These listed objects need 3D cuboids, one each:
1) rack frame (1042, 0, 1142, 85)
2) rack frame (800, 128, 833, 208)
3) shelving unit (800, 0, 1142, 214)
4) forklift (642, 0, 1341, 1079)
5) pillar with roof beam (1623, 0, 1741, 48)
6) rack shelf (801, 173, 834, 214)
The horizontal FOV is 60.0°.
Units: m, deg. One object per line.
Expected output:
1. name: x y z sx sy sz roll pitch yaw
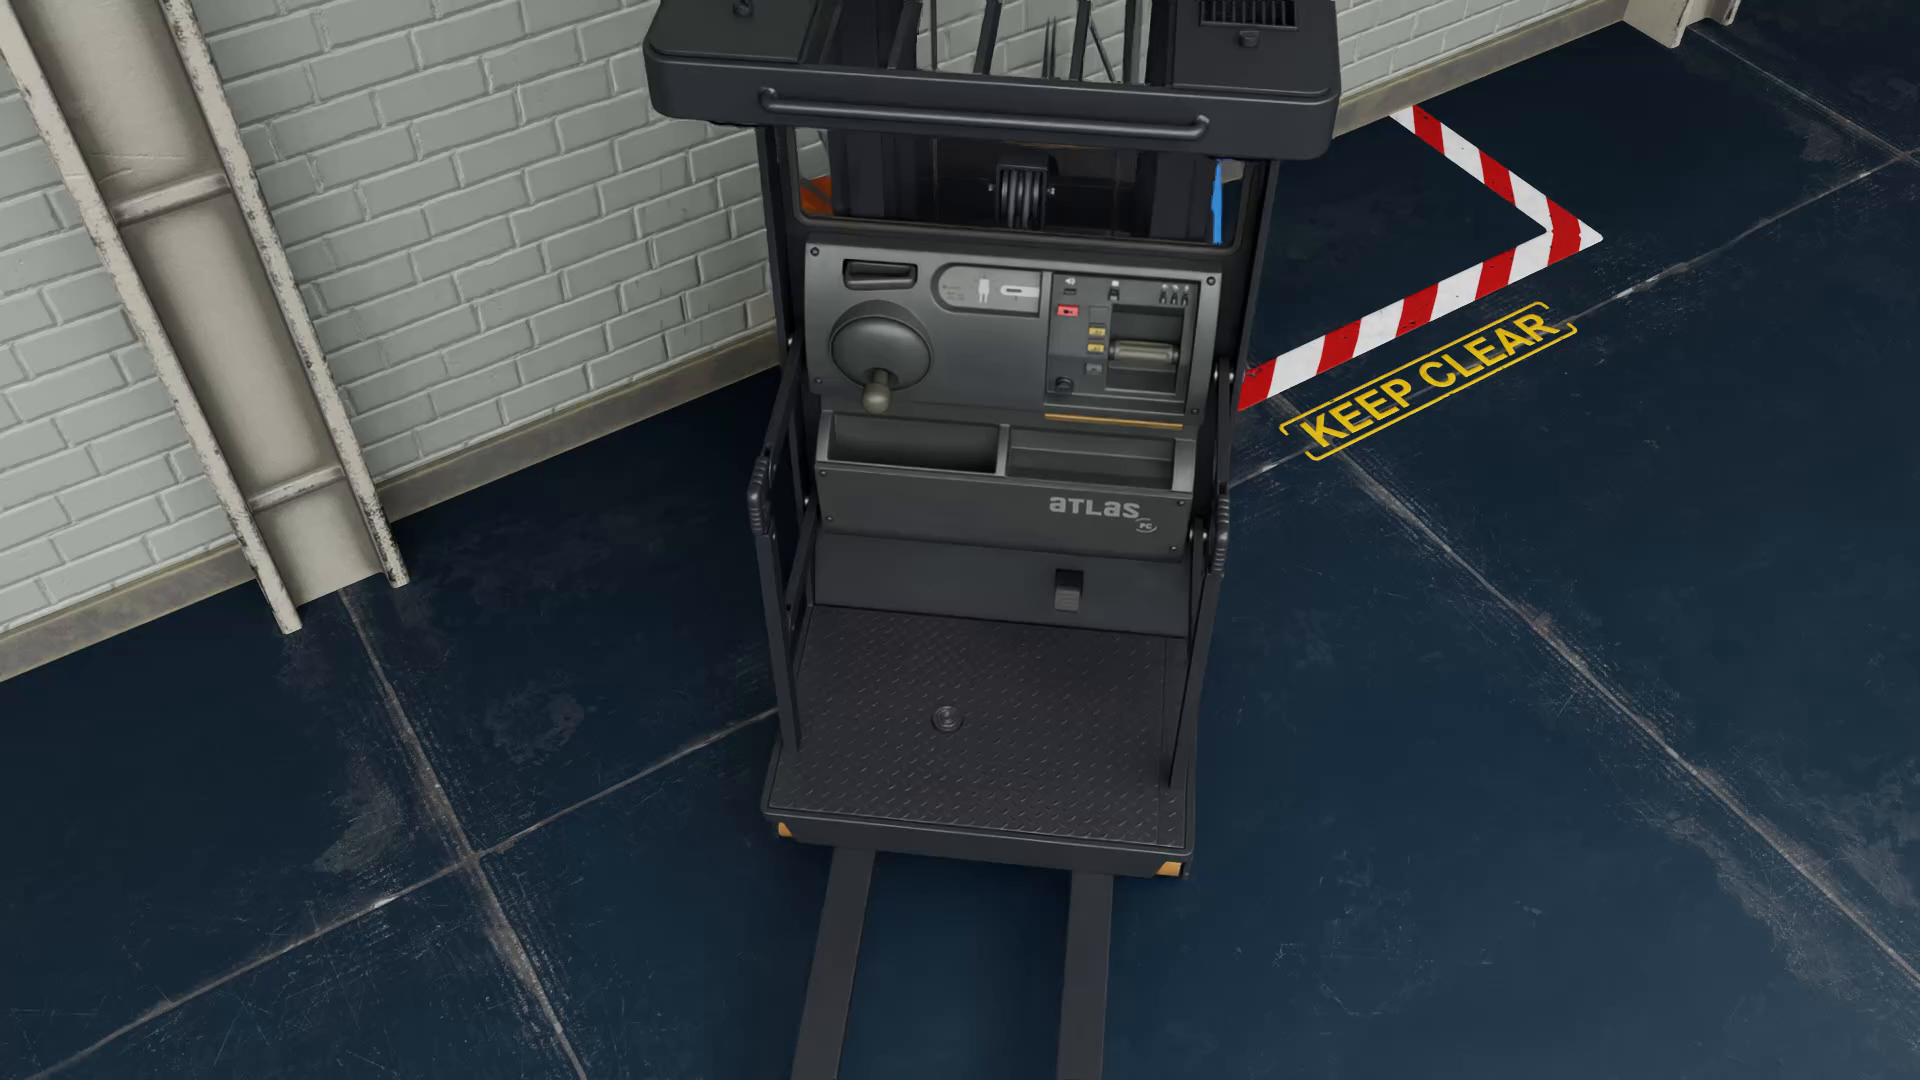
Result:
1. rack frame: 0.418 -1.431 5.494 0.032 1.500 0.500 -23 44 -23
2. rack frame: -0.441 -1.069 5.090 0.032 1.500 0.500 -23 44 -23
3. shelving unit: -0.004 -1.254 5.296 1.083 1.500 0.587 -23 44 -23
4. forklift: 0.088 -0.361 3.609 1.130 2.935 3.031 5 49 4
5. pillar with roof beam: 5.427 -2.555 1.500 0.400 9.000 9.100 -25 53 -21
6. rack shelf: -0.007 -1.112 5.407 1.000 0.185 0.538 -23 44 -23
